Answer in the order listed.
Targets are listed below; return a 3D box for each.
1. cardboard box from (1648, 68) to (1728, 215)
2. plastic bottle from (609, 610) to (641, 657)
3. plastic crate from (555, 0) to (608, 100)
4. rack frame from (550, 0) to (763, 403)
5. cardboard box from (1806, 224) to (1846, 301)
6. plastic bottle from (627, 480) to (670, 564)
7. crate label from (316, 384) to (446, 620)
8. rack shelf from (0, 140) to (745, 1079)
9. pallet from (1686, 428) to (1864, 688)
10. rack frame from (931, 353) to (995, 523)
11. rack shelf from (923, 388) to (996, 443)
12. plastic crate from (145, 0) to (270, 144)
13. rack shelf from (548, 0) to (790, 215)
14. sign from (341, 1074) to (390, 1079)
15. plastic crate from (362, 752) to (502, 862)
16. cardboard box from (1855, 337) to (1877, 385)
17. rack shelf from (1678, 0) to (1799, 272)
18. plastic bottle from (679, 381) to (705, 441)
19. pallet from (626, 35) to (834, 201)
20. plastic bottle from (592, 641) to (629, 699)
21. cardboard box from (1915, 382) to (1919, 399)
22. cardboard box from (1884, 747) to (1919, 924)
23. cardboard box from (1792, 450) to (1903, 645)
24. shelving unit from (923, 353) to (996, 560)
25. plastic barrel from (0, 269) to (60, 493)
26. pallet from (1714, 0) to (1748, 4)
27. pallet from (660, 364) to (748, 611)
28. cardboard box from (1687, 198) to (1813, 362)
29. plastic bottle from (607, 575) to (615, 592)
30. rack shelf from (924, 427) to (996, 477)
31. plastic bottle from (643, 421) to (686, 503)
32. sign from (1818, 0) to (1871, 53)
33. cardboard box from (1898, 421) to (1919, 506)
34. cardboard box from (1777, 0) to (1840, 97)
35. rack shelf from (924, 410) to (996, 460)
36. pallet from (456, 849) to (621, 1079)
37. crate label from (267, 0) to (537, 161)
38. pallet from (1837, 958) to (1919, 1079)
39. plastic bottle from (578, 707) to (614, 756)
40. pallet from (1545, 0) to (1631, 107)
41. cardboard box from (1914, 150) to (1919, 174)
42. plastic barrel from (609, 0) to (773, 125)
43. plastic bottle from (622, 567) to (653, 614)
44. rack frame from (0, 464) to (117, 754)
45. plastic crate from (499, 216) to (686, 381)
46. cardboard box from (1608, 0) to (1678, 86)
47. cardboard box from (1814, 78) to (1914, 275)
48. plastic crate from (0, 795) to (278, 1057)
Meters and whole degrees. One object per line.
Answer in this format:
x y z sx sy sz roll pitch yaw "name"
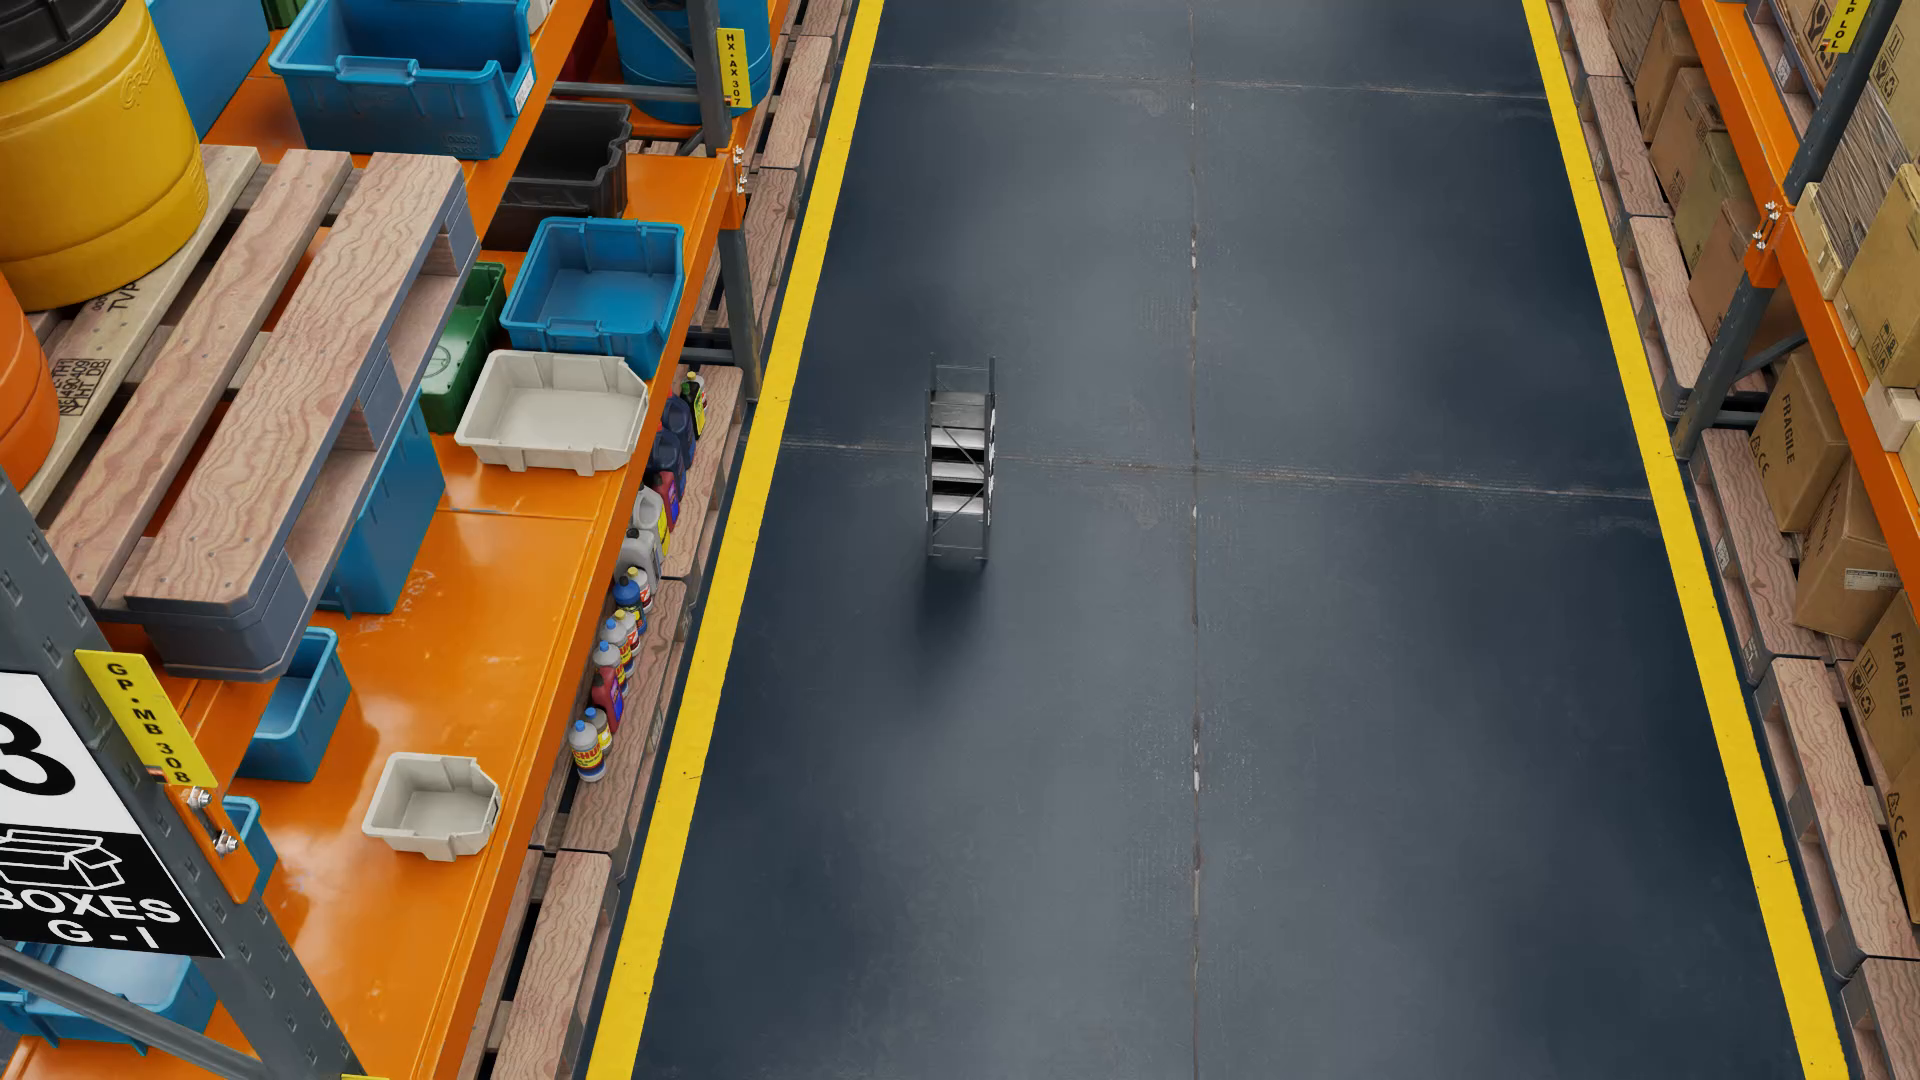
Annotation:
3.741 -1.877 7.856 0.700 0.500 0.500 0 48 0 "cardboard box"
-1.221 0.330 6.039 0.097 0.201 0.097 0 48 0 "plastic bottle"
-1.642 -2.093 6.614 0.402 0.464 0.583 4 48 4 "plastic crate"
-1.381 -1.695 6.294 1.000 3.000 0.127 4 48 4 "rack frame"
3.196 -0.957 5.789 0.380 0.149 0.250 4 48 4 "cardboard box"
-1.200 -0.079 6.312 0.144 0.351 0.185 4 48 3 "plastic bottle"
-1.847 -0.139 4.846 0.502 0.435 0.616 4 48 4 "crate label"
-1.563 0.017 5.215 1.077 0.370 4.000 4 48 4 "rack shelf"
3.525 0.075 6.564 1.003 0.211 1.213 4 48 4 "pallet"
0.010 -0.384 6.518 0.240 0.900 0.006 4 48 4 "rack frame"
0.001 -0.469 6.275 0.258 0.077 0.200 4 48 4 "rack shelf"
-1.872 -1.184 3.805 0.392 0.384 0.575 4 48 4 "plastic crate"
-1.199 -2.922 7.903 1.077 0.370 4.000 4 48 4 "rack shelf"
-1.198 1.191 3.466 0.100 0.325 0.005 4 48 4 "sign"
-1.344 0.697 4.284 0.298 0.136 0.250 4 48 4 "plastic crate"
3.188 -0.587 5.450 0.380 0.149 0.250 4 48 4 "cardboard box"
3.733 -2.589 7.599 1.077 0.370 4.000 4 48 4 "rack shelf"
-1.096 -0.551 6.790 0.061 0.283 0.133 6 48 5 "plastic bottle"
-1.240 -2.233 8.675 1.003 0.211 1.213 4 48 4 "pallet"
-1.239 0.453 5.879 0.097 0.271 0.097 0 48 0 "plastic bottle"
3.423 -0.431 4.868 0.875 0.500 0.500 4 48 4 "cardboard box"
3.357 0.921 5.310 0.500 0.500 0.500 8 48 7 "cardboard box"
3.430 0.052 6.105 0.500 0.500 0.500 18 50 16 "cardboard box"
0.001 -0.310 6.449 0.258 0.900 0.210 4 48 4 "shelving unit"
-1.828 -0.421 2.519 0.600 0.830 0.708 4 48 4 "plastic barrel"
3.776 -2.779 7.415 1.003 0.211 1.213 4 48 4 "pallet"
-1.484 -0.263 6.874 1.003 0.211 1.213 4 48 4 "pallet"
3.629 -1.117 7.160 0.700 0.500 0.500 1 48 1 "cardboard box"
-1.325 0.056 6.234 0.061 0.283 0.133 4 48 4 "plastic bottle"
0.001 -0.348 6.408 0.258 0.077 0.200 4 48 4 "rack shelf"
-1.170 -0.316 6.529 0.144 0.351 0.185 2 48 2 "plastic bottle"
2.998 -1.788 5.594 0.100 0.325 0.005 4 48 4 "sign"
3.143 -0.219 5.114 0.380 0.149 0.250 4 48 4 "cardboard box"
3.763 -2.281 6.138 1.000 1.000 1.000 4 48 4 "cardboard box"
0.001 -0.409 6.341 0.258 0.077 0.200 4 48 4 "rack shelf"
-1.706 1.530 5.234 1.003 0.211 1.213 4 48 4 "pallet"
-1.246 -1.071 3.791 0.502 0.251 0.408 4 48 4 "crate label"
3.303 1.868 4.925 1.003 0.211 1.213 4 48 4 "pallet"
-1.261 0.653 5.745 0.097 0.201 0.097 0 48 0 "plastic bottle"
3.843 -2.786 9.181 1.003 0.211 1.213 4 48 4 "pallet"
3.213 -1.153 4.850 0.500 0.500 0.500 4 48 4 "cardboard box"
-1.044 -2.128 6.350 0.600 0.901 0.708 4 48 4 "plastic barrel"
-1.202 0.179 6.177 0.097 0.201 0.097 0 48 0 "plastic bottle"
-1.746 -0.781 1.392 1.000 3.000 0.127 4 48 4 "rack frame"
-1.212 -0.814 5.588 0.499 0.251 0.616 4 48 4 "plastic crate"
3.837 -2.704 8.612 0.700 0.500 0.500 0 48 0 "cardboard box"
3.449 -1.170 5.544 0.875 0.500 0.500 4 48 4 "cardboard box"
-1.998 0.906 4.015 0.499 0.251 0.616 4 48 4 "plastic crate"
